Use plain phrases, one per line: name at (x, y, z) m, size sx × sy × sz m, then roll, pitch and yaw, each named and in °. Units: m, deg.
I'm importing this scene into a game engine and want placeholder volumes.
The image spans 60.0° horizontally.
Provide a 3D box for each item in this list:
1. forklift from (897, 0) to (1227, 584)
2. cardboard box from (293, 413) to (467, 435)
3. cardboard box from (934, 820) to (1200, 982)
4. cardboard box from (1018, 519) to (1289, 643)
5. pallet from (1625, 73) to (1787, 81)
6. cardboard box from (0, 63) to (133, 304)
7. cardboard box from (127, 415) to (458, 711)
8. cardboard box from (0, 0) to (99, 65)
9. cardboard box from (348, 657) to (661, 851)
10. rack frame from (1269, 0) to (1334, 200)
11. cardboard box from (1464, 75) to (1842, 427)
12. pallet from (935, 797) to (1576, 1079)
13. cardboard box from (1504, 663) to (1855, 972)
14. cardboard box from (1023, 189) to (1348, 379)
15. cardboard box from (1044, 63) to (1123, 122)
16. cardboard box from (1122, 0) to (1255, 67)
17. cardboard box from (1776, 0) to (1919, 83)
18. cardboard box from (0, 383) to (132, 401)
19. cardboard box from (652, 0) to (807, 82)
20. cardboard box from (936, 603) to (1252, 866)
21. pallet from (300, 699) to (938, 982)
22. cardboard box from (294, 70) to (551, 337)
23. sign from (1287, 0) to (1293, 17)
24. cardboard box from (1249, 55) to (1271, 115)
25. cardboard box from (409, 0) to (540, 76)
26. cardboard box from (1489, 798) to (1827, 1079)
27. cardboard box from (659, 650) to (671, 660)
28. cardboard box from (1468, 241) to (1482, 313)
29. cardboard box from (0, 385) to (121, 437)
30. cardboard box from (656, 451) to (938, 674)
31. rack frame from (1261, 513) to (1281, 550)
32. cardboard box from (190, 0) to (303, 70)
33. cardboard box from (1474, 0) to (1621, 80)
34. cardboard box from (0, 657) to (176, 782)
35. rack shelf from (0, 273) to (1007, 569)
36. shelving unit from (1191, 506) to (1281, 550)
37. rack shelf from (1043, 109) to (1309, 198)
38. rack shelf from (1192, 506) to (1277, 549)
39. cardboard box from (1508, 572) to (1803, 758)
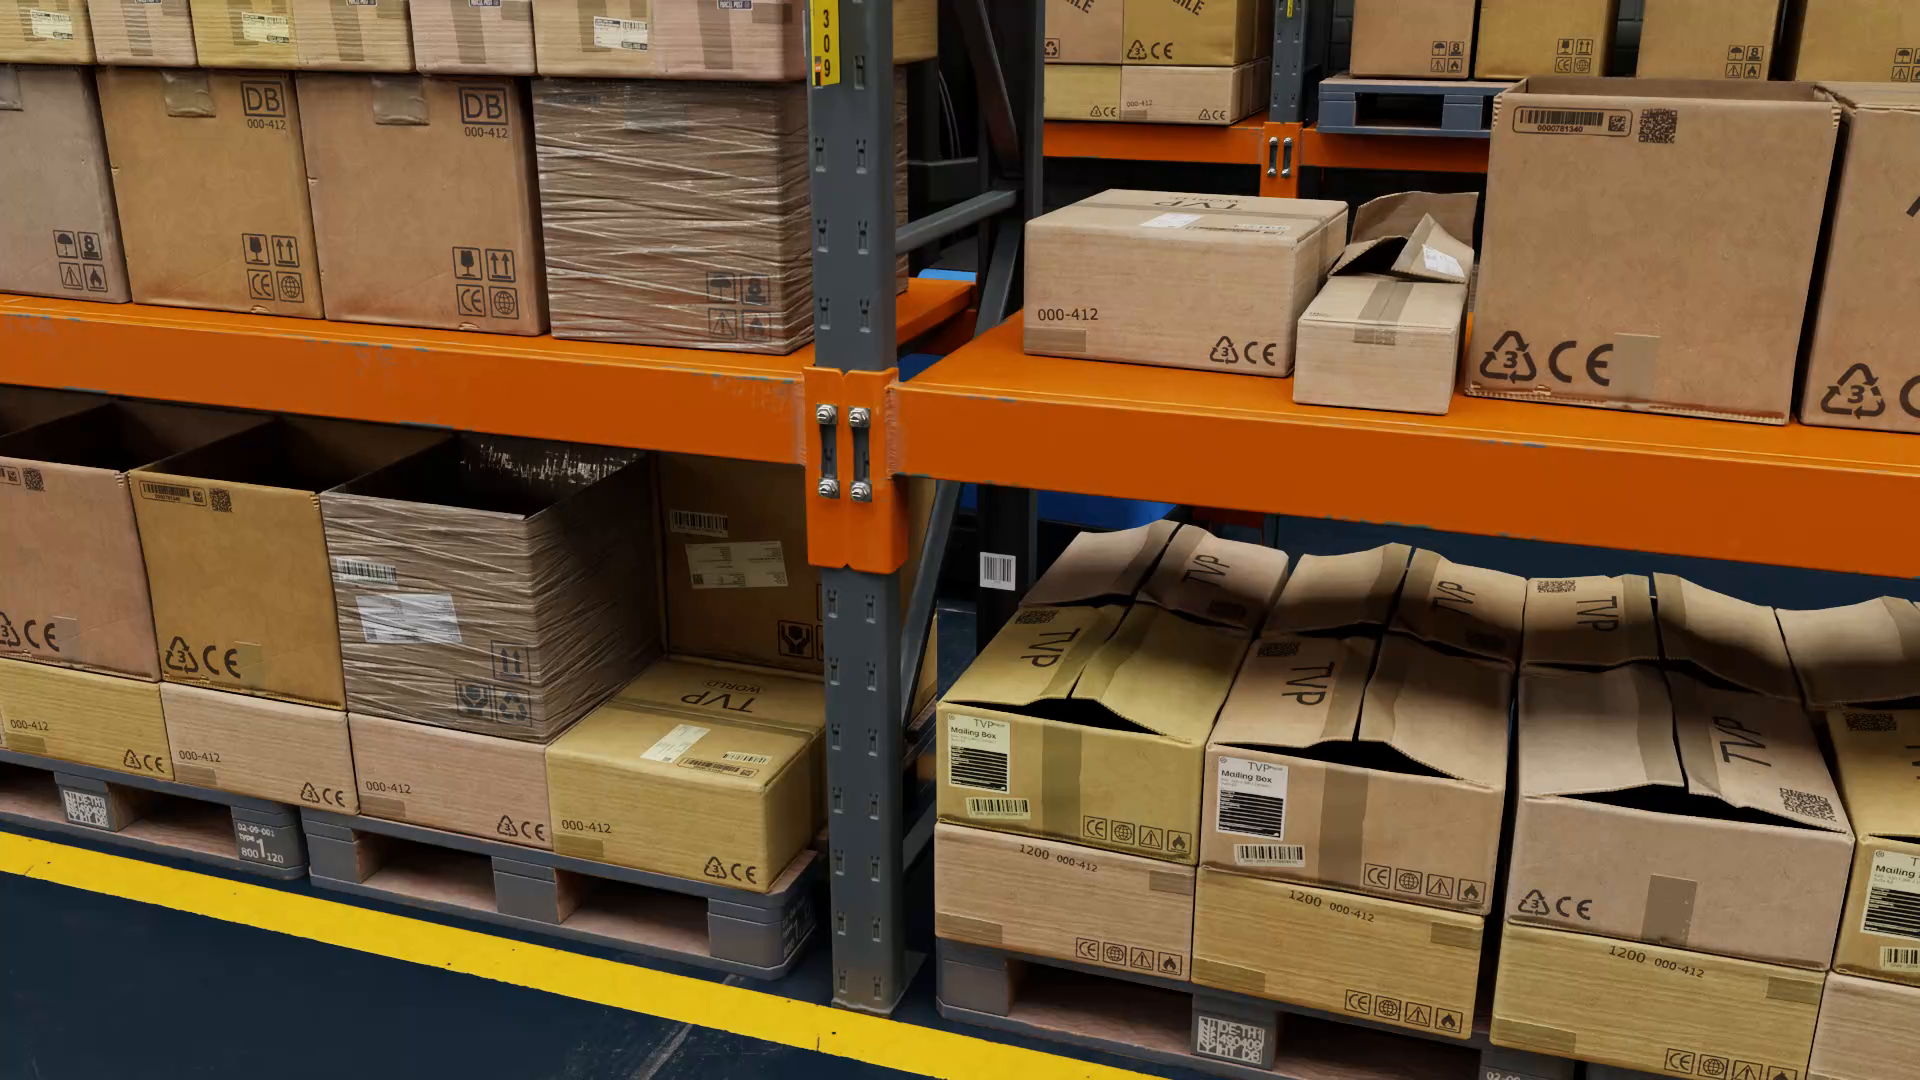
forklift at (-0.565, -1.471, 5.845) m, size 3.031 × 2.935 × 1.130 m, roll 9°, pitch 21°, yaw 24°
cardboard box at (-1.316, -0.129, 4.289) m, size 0.500 × 0.500 × 0.500 m, roll 7°, pitch 20°, yaw 18°
cardboard box at (0.264, 0.601, 3.333) m, size 0.500 × 0.250 × 0.500 m, roll 6°, pitch 20°, yaw 17°
cardboard box at (0.441, 0.171, 3.717) m, size 0.500 × 0.311 × 0.500 m, roll 7°, pitch 20°, yaw 18°
pallet at (3.481, -1.838, 7.084) m, size 1.213 × 0.211 × 1.003 m, roll 7°, pitch 20°, yaw 18°
cardboard box at (-1.914, -0.878, 3.885) m, size 0.500 × 0.500 × 0.700 m, roll 7°, pitch 20°, yaw 20°
cardboard box at (-1.488, 0.034, 3.821) m, size 0.500 × 0.500 × 0.500 m, roll 7°, pitch 20°, yaw 18°
cardboard box at (-1.814, -1.101, 3.540) m, size 0.250 × 0.149 × 0.380 m, roll 7°, pitch 20°, yaw 20°
cardboard box at (-1.015, 0.442, 3.792) m, size 0.500 × 0.250 × 0.500 m, roll 7°, pitch 20°, yaw 18°
rack frame at (1.586, -2.160, 7.716) m, size 0.127 × 3.000 × 1.000 m, roll 7°, pitch 20°, yaw 18°
cardboard box at (1.182, -0.522, 2.864) m, size 0.500 × 0.500 × 0.500 m, roll 8°, pitch 21°, yaw 22°
pallet at (0.673, 0.765, 3.561) m, size 1.213 × 0.211 × 1.003 m, roll 7°, pitch 20°, yaw 18°
cardboard box at (1.233, 0.449, 2.918) m, size 0.500 × 0.311 × 0.500 m, roll 6°, pitch 20°, yaw 16°
cardboard box at (0.443, -0.509, 3.207) m, size 0.500 × 0.250 × 0.500 m, roll 8°, pitch 21°, yaw 21°
cardboard box at (0.571, -2.112, 7.775) m, size 0.500 × 0.250 × 0.500 m, roll 7°, pitch 20°, yaw 18°
cardboard box at (1.038, -2.408, 7.484) m, size 0.500 × 0.500 × 0.500 m, roll 6°, pitch 20°, yaw 18°
cardboard box at (3.733, -2.158, 6.890) m, size 0.500 × 0.500 × 0.700 m, roll 7°, pitch 20°, yaw 18°
cardboard box at (-2.261, -0.237, 4.598) m, size 0.500 × 0.500 × 0.500 m, roll 7°, pitch 20°, yaw 18°
cardboard box at (-0.363, -0.936, 3.066) m, size 0.250 × 0.149 × 0.380 m, roll 7°, pitch 20°, yaw 18°
cardboard box at (0.273, 0.338, 3.237) m, size 0.500 × 0.311 × 0.500 m, roll 7°, pitch 20°, yaw 18°
pallet at (-0.773, 0.598, 4.039) m, size 1.213 × 0.211 × 1.003 m, roll 7°, pitch 20°, yaw 18°
cardboard box at (-0.958, -0.767, 3.569) m, size 0.500 × 0.500 × 0.700 m, roll 6°, pitch 20°, yaw 17°
sign at (1.415, -2.399, 7.087) m, size 0.005 × 0.325 × 0.100 m, roll 7°, pitch 20°, yaw 18°
cardboard box at (1.213, -2.216, 8.074) m, size 0.500 × 0.250 × 0.500 m, roll 7°, pitch 20°, yaw 19°
cardboard box at (-0.844, -0.990, 3.223) m, size 0.250 × 0.149 × 0.380 m, roll 6°, pitch 20°, yaw 16°
cardboard box at (1.236, 0.712, 3.016) m, size 0.500 × 0.250 × 0.500 m, roll 6°, pitch 20°, yaw 16°
cardboard box at (-0.845, 0.281, 4.253) m, size 0.500 × 0.250 × 0.500 m, roll 7°, pitch 20°, yaw 18°
cardboard box at (2.287, -1.113, 7.841) m, size 0.500 × 0.500 × 0.700 m, roll 7°, pitch 20°, yaw 20°
cardboard box at (-2.431, -0.075, 4.134) m, size 0.500 × 0.500 × 0.500 m, roll 7°, pitch 20°, yaw 18°
cardboard box at (-0.371, -0.021, 3.979) m, size 0.500 × 0.500 × 0.500 m, roll 7°, pitch 20°, yaw 18°
rack frame at (1.041, -0.335, 5.443) m, size 0.008 × 1.050 × 0.200 m, roll 10°, pitch 21°, yaw 24°
cardboard box at (-1.324, -1.046, 3.383) m, size 0.250 × 0.149 × 0.380 m, roll 6°, pitch 20°, yaw 18°
cardboard box at (2.581, -2.287, 7.259) m, size 0.500 × 0.500 × 0.700 m, roll 9°, pitch 21°, yaw 24°
cardboard box at (-1.965, 0.338, 4.088) m, size 0.500 × 0.250 × 0.500 m, roll 7°, pitch 20°, yaw 18°
rack shelf at (-1.925, -0.496, 4.034) m, size 4.000 × 0.370 × 1.077 m, roll 7°, pitch 20°, yaw 18°
shelving unit at (0.931, -0.354, 5.492) m, size 0.252 × 1.050 × 0.215 m, roll 10°, pitch 21°, yaw 24°
rack shelf at (-0.303, -2.036, 8.454) m, size 4.000 × 0.370 × 1.077 m, roll 7°, pitch 20°, yaw 18°
rack shelf at (0.928, -0.082, 5.589) m, size 0.240 × 0.259 × 0.215 m, roll 10°, pitch 21°, yaw 24°
cardboard box at (1.405, 0.279, 3.405) m, size 0.500 × 0.311 × 0.500 m, roll 6°, pitch 20°, yaw 18°
